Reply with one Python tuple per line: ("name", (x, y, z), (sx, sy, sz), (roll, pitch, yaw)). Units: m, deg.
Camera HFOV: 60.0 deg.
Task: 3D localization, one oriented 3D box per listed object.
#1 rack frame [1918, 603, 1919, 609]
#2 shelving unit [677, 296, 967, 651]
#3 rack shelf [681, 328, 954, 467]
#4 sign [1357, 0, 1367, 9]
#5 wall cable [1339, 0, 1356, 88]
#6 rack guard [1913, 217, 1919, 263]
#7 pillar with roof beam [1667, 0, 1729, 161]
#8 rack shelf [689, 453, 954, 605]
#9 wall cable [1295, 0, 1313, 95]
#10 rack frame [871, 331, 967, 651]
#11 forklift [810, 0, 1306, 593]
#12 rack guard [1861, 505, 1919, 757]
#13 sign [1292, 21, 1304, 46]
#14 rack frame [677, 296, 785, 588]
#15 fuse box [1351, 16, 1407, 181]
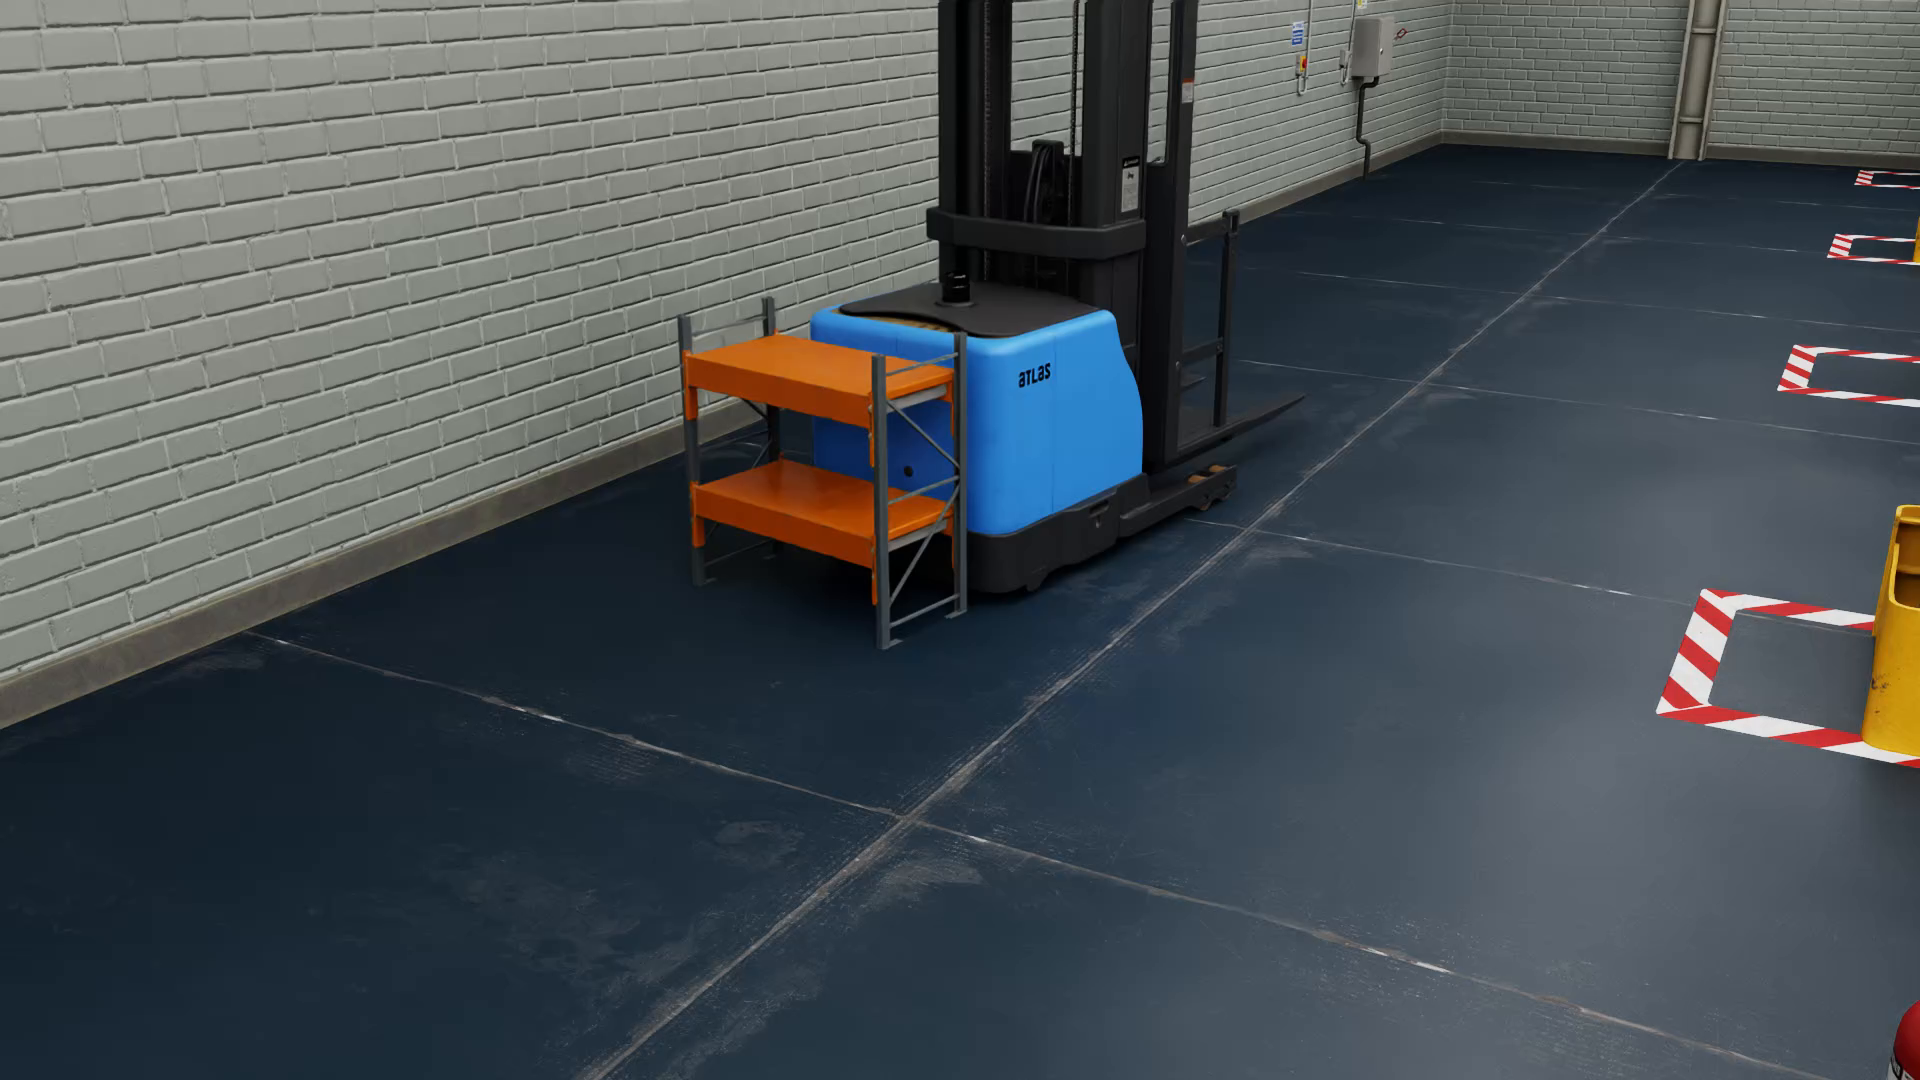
("rack frame", (3.431, -0.873, 5.373), (0.127, 3.000, 1.000), (11, 23, 27))
("shelving unit", (-0.536, -0.292, 6.521), (1.048, 1.125, 0.538), (16, 25, 37))
("rack shelf", (-0.536, -0.567, 6.421), (1.000, 0.278, 0.538), (16, 25, 37))
("sign", (4.274, -5.761, 17.638), (0.001, 0.242, 0.339), (11, 23, 27))
("wall cable", (4.011, -5.656, 17.069), (0.122, 1.984, 0.588), (11, 23, 27))
("rack guard", (8.243, -2.652, 13.944), (0.348, 0.500, 1.175), (11, 23, 27))
("pillar with roof beam", (6.668, -7.557, 15.002), (0.400, 9.000, 9.100), (11, 23, 27))
("rack shelf", (-0.536, -0.063, 6.605), (1.000, 0.278, 0.538), (16, 25, 37))
("wall cable", (3.330, -5.246, 15.894), (0.123, 1.953, 0.585), (11, 23, 27))
("rack frame", (-0.143, -0.182, 6.218), (0.032, 1.125, 0.500), (16, 25, 37))
("forklift", (0.661, -1.604, 7.489), (1.130, 2.935, 3.031), (15, 25, 35))
("rack guard", (3.410, 0.298, 5.811), (0.348, 0.500, 1.175), (11, 23, 27))
("sign", (3.253, -4.877, 16.015), (0.001, 0.218, 0.327), (11, 23, 27))
("rack frame", (-0.929, -0.402, 6.824), (0.032, 1.125, 0.500), (16, 25, 37))
("fuse box", (4.482, -4.750, 17.949), (0.414, 1.711, 0.539), (11, 23, 27))
